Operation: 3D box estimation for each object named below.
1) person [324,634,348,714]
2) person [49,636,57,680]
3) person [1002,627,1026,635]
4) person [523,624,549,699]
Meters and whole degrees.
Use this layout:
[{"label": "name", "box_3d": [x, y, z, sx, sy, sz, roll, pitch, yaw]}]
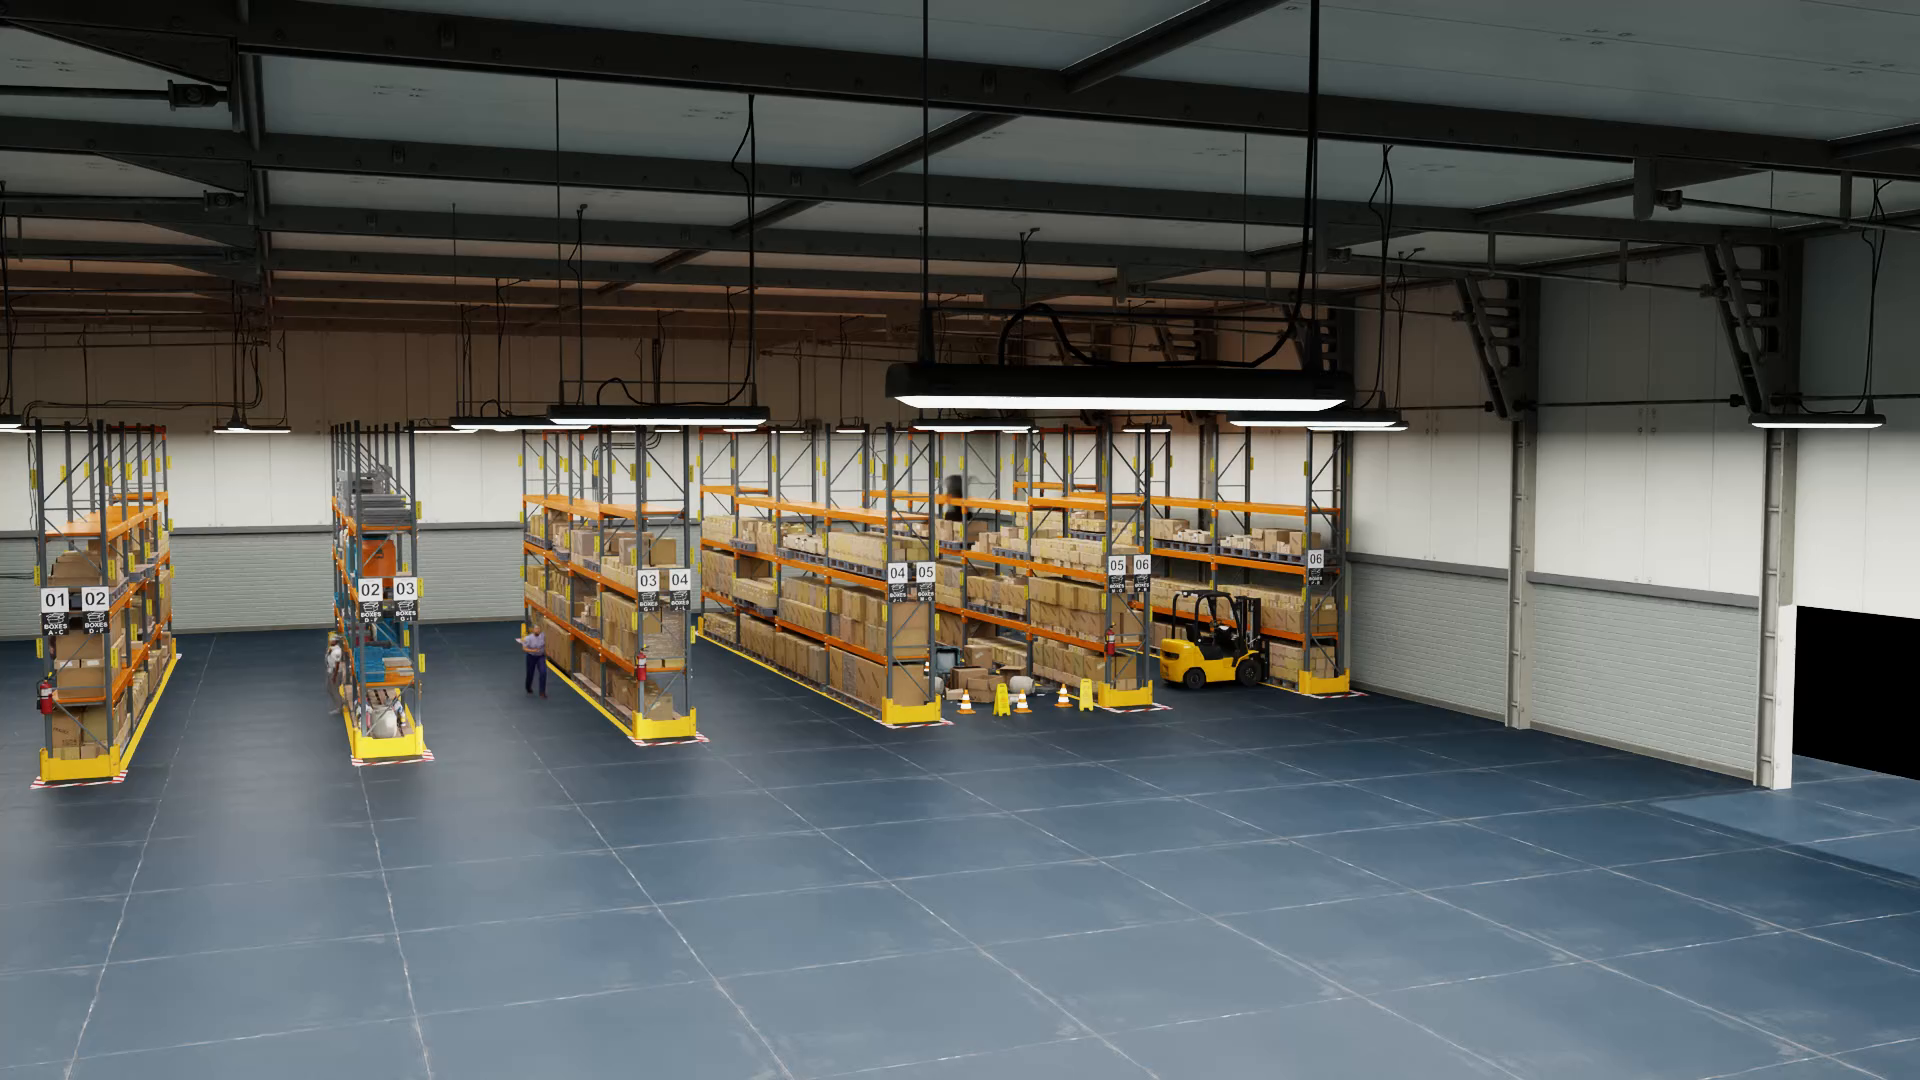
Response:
[{"label": "person", "box_3d": [-12.871, 2.748, 34.298, 0.492, 1.664, 0.637, -3, 4, -36]}, {"label": "person", "box_3d": [-20.771, 2.508, 38.364, 0.742, 1.635, 0.887, -4, 5, -44]}, {"label": "person", "box_3d": [1.553, 1.969, 47.621, 0.904, 1.557, 0.533, 3, 5, 43]}, {"label": "person", "box_3d": [-9.301, 2.627, 36.415, 0.611, 1.629, 0.934, -2, 4, -30]}]
